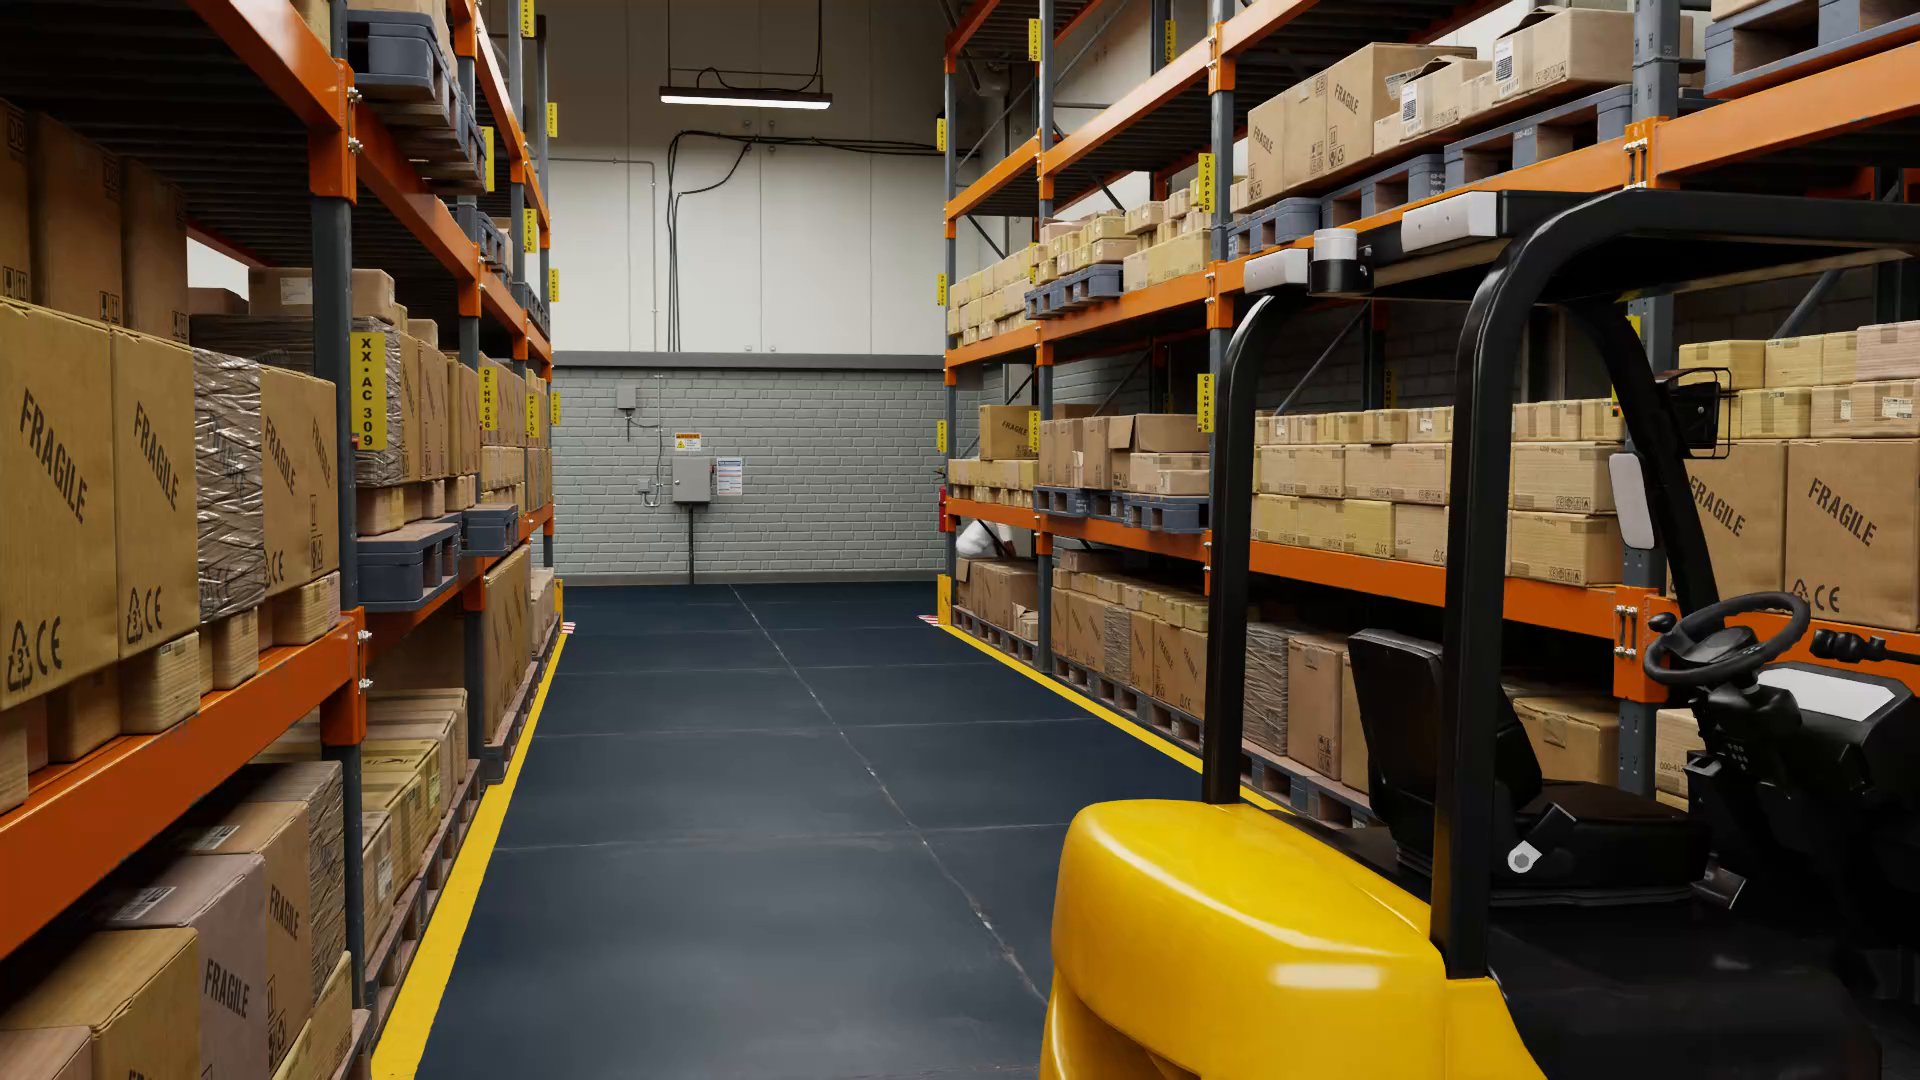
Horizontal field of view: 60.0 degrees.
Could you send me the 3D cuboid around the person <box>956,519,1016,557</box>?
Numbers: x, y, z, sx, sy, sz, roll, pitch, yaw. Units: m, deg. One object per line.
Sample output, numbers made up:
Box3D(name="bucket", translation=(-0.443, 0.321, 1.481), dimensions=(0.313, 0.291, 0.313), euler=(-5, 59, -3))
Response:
Box3D(name="person", translation=(0.356, 0.152, 18.888), dimensions=(0.828, 1.253, 0.625), euler=(-1, 3, -11))
